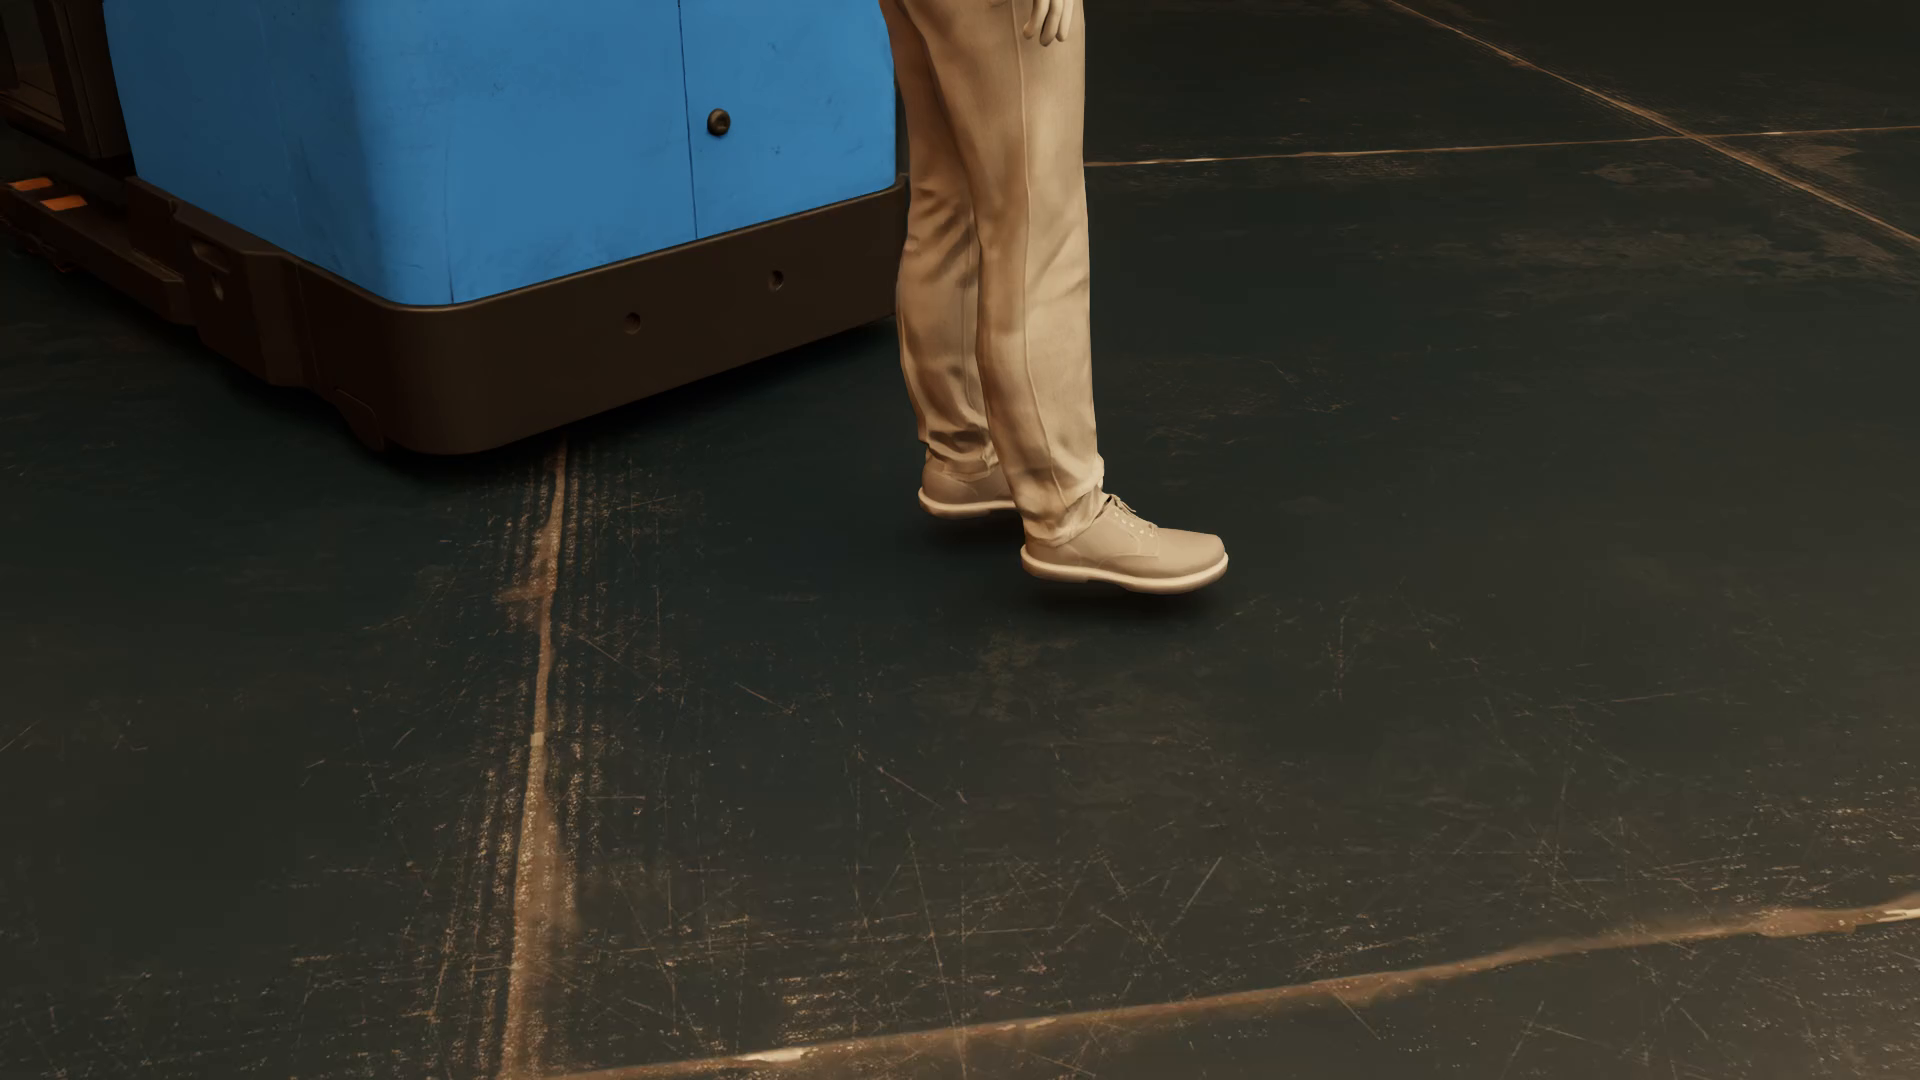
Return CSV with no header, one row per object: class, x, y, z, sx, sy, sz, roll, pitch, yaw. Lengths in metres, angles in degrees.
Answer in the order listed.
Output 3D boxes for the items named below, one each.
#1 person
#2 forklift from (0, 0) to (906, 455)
person,0.069,-0.792,2.085,0.530,1.694,0.586,-5,28,-9
forklift,-1.497,-2.018,3.177,1.130,2.935,3.031,-25,37,-39
